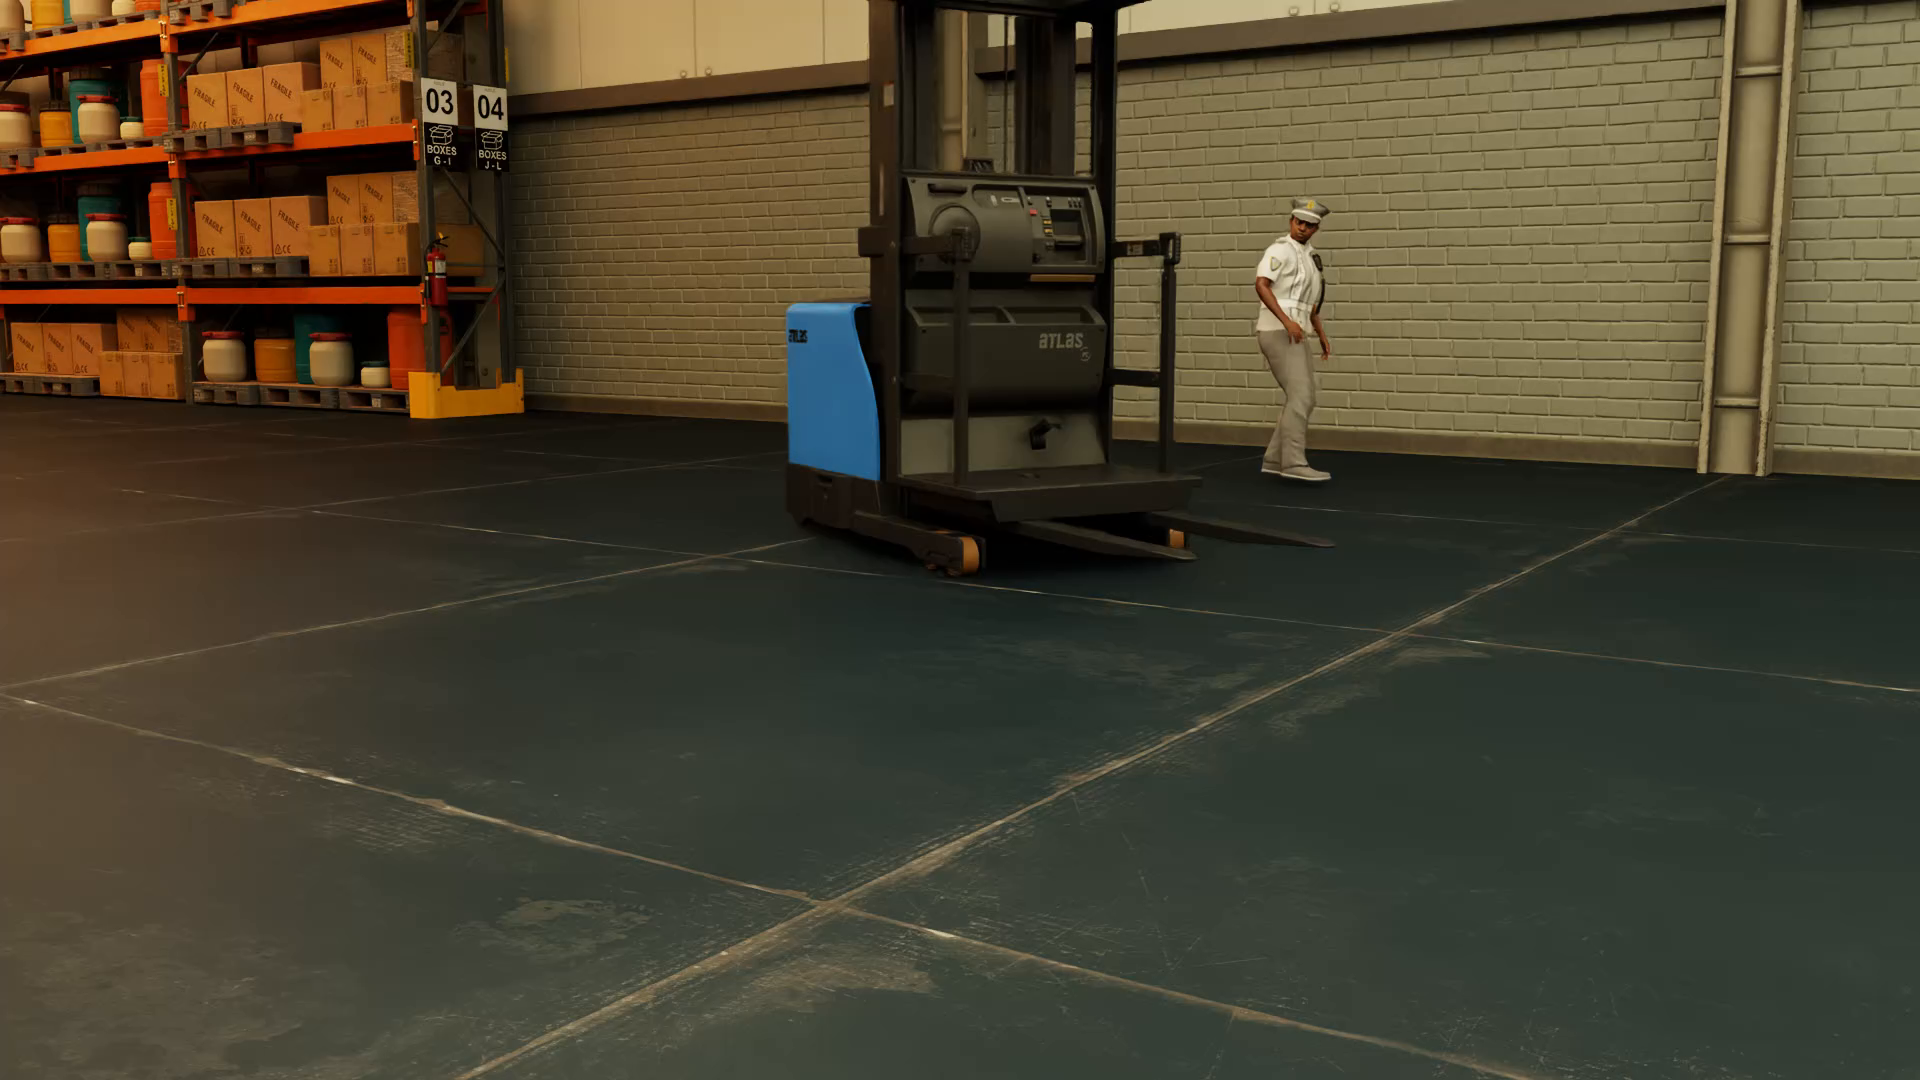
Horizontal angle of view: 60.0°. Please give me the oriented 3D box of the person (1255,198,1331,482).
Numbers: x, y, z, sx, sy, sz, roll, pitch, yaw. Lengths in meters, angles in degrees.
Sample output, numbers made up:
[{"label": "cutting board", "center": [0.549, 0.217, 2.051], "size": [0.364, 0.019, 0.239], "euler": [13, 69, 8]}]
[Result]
[{"label": "person", "center": [2.021, -1.188, 9.876], "size": [0.487, 1.646, 0.624], "euler": [4, 9, 27]}]

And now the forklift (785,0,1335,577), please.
[{"label": "forklift", "center": [0.308, -1.376, 6.871], "size": [1.130, 2.935, 3.031], "euler": [-4, 9, -29]}]
